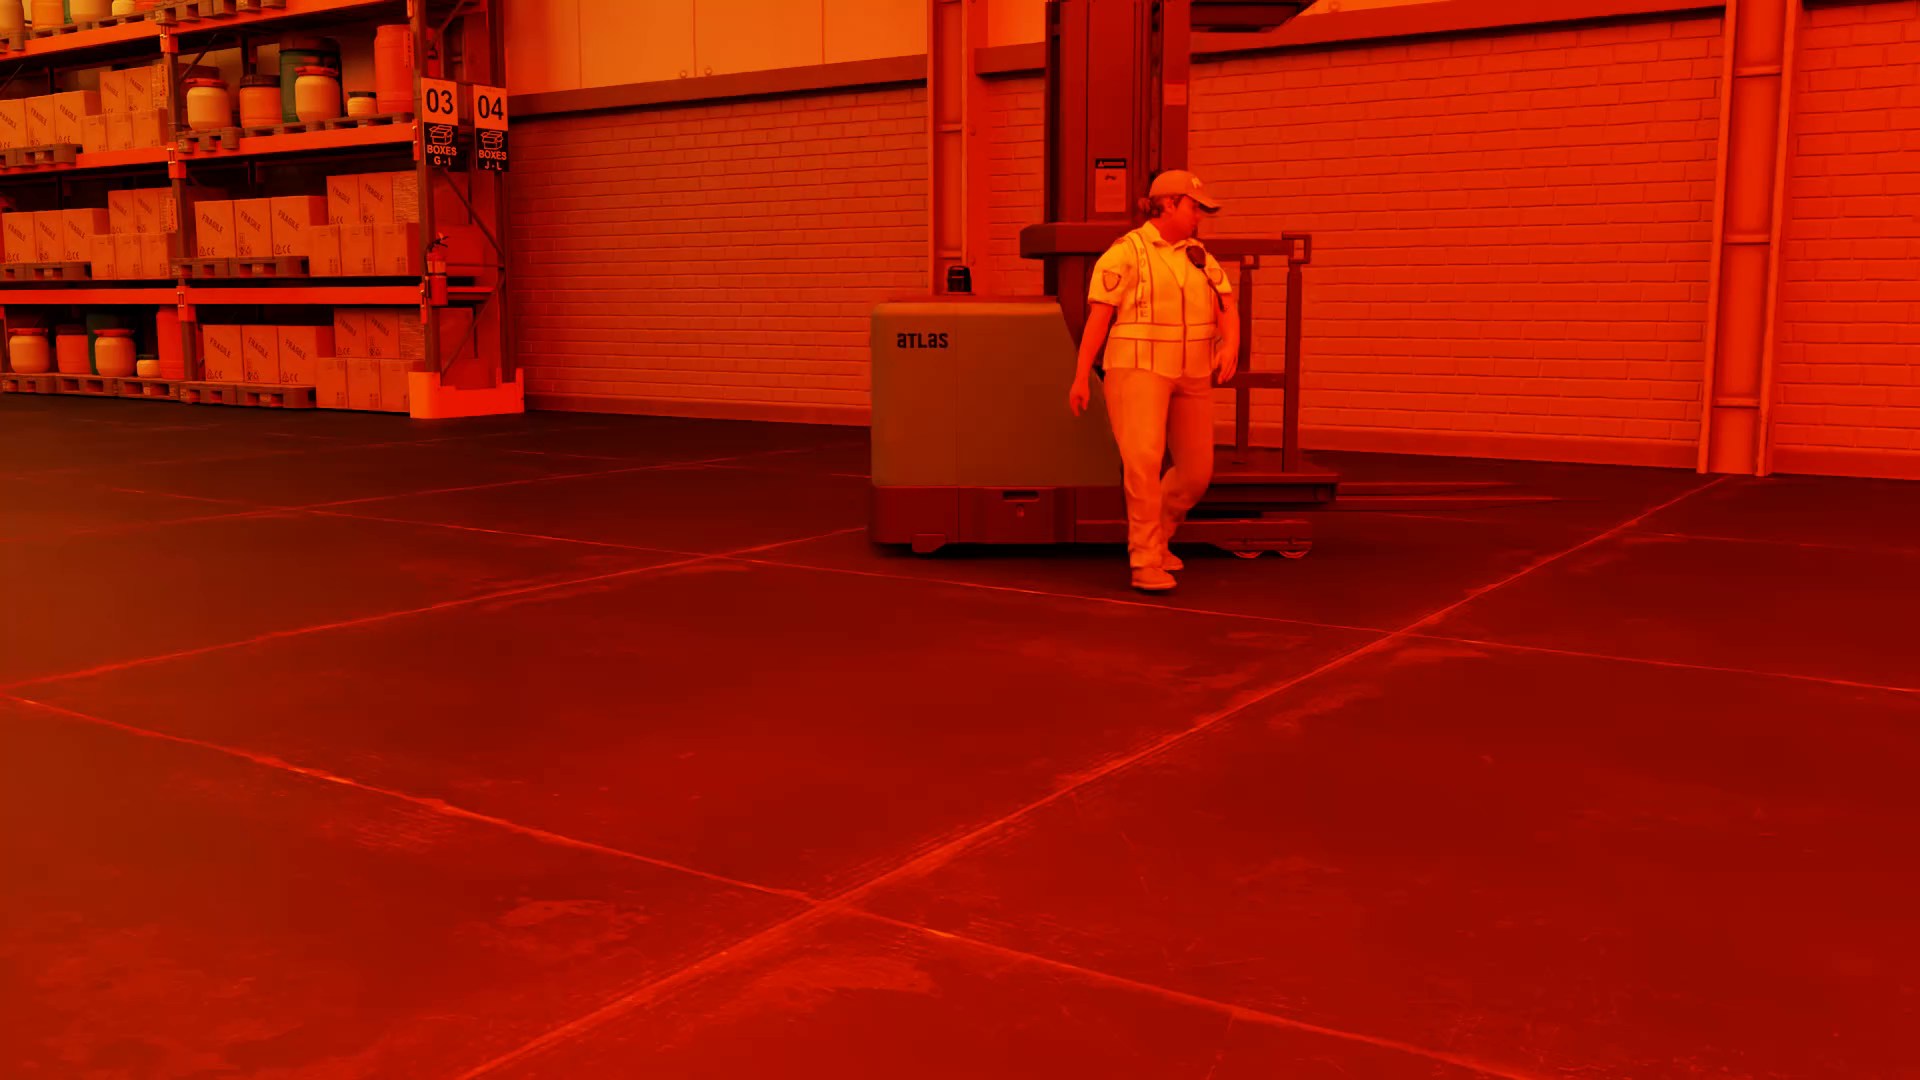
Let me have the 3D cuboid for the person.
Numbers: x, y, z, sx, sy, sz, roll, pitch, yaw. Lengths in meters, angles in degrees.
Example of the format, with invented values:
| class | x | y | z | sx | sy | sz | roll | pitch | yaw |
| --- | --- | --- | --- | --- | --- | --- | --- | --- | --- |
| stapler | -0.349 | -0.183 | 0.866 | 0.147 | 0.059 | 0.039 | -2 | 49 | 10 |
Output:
| class | x | y | z | sx | sy | sz | roll | pitch | yaw |
| --- | --- | --- | --- | --- | --- | --- | --- | --- | --- |
| person | 0.745 | -0.625 | 6.397 | 0.624 | 1.583 | 0.822 | -4 | 9 | -26 |

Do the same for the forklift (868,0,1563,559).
| class | x | y | z | sx | sy | sz | roll | pitch | yaw |
| --- | --- | --- | --- | --- | --- | --- | --- | --- | --- |
| forklift | 1.111 | -1.446 | 7.359 | 3.031 | 2.935 | 1.130 | 0 | 8 | -2 |
